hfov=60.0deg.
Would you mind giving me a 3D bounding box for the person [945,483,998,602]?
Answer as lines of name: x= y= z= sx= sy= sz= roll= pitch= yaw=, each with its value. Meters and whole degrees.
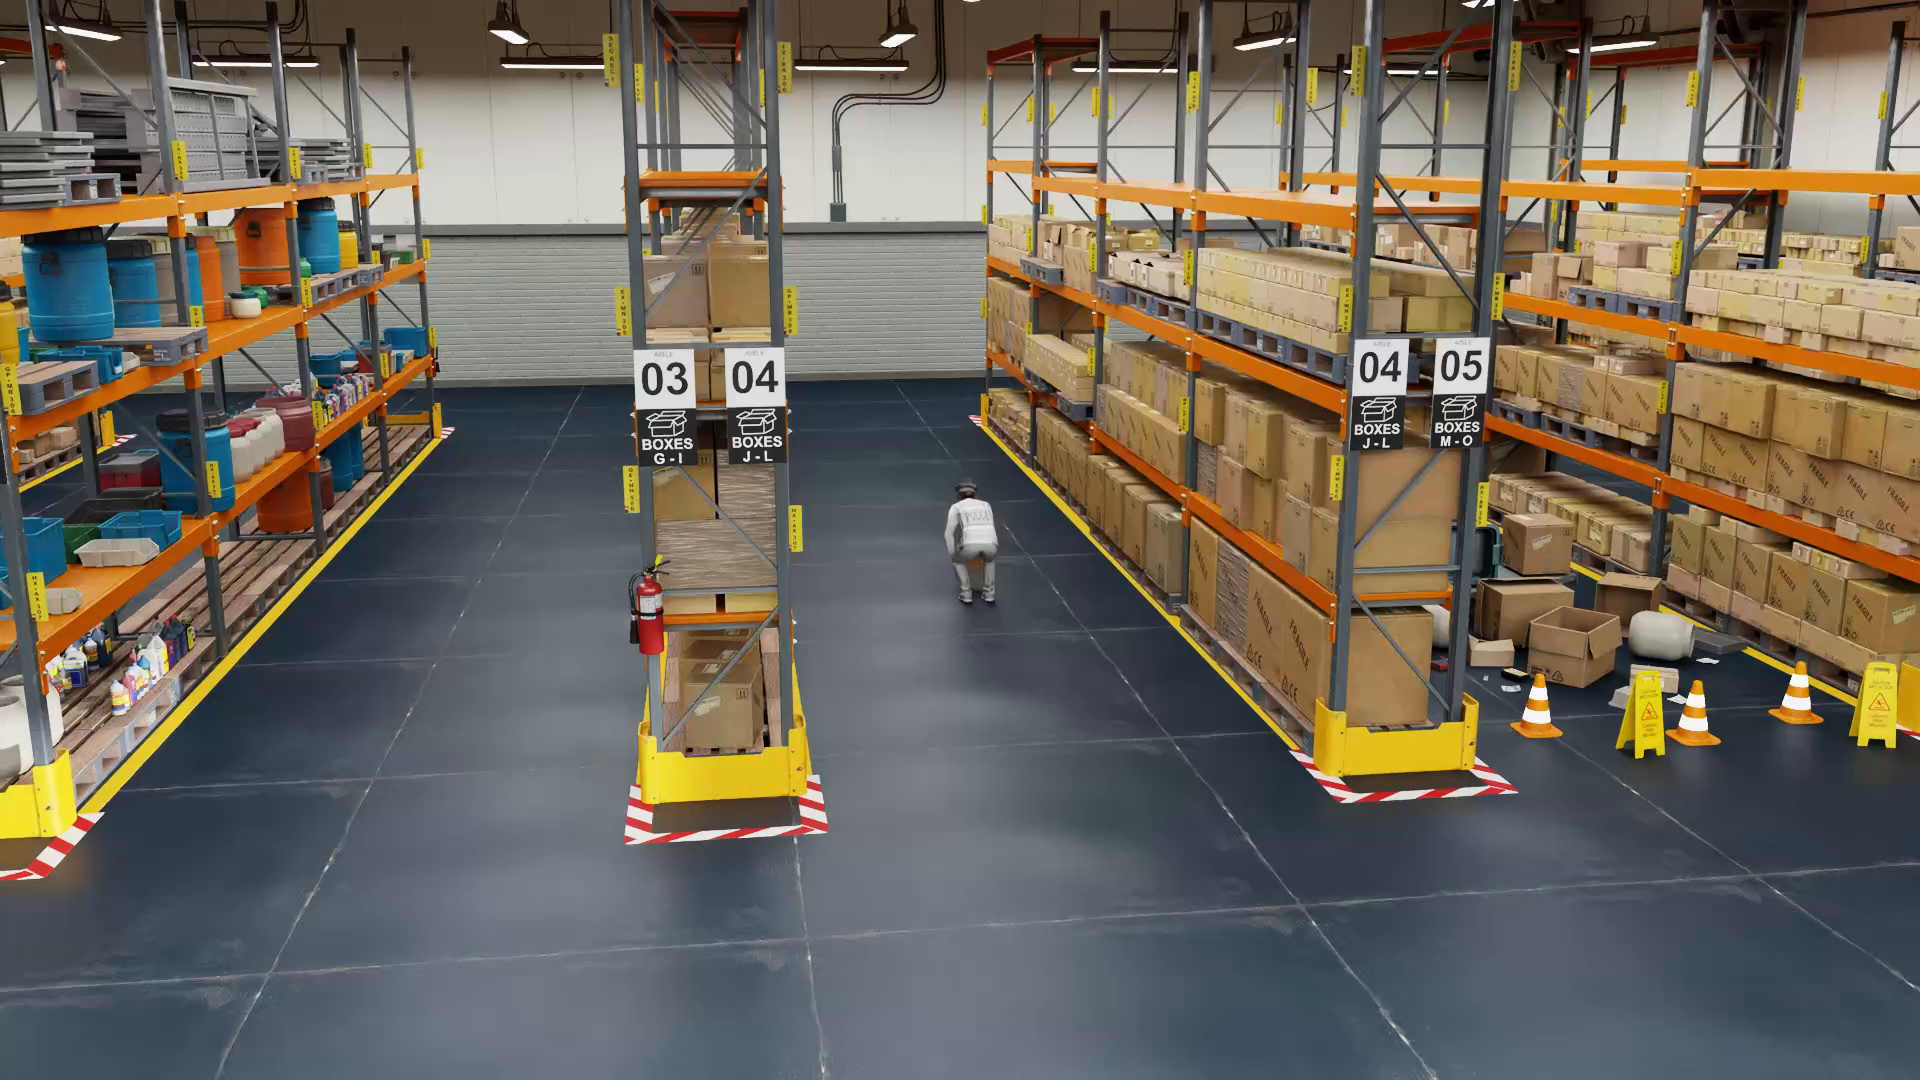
person: x=0.116 y=0.029 z=16.965 sx=0.520 sy=1.163 sz=0.796 roll=-2 pitch=13 yaw=-8
